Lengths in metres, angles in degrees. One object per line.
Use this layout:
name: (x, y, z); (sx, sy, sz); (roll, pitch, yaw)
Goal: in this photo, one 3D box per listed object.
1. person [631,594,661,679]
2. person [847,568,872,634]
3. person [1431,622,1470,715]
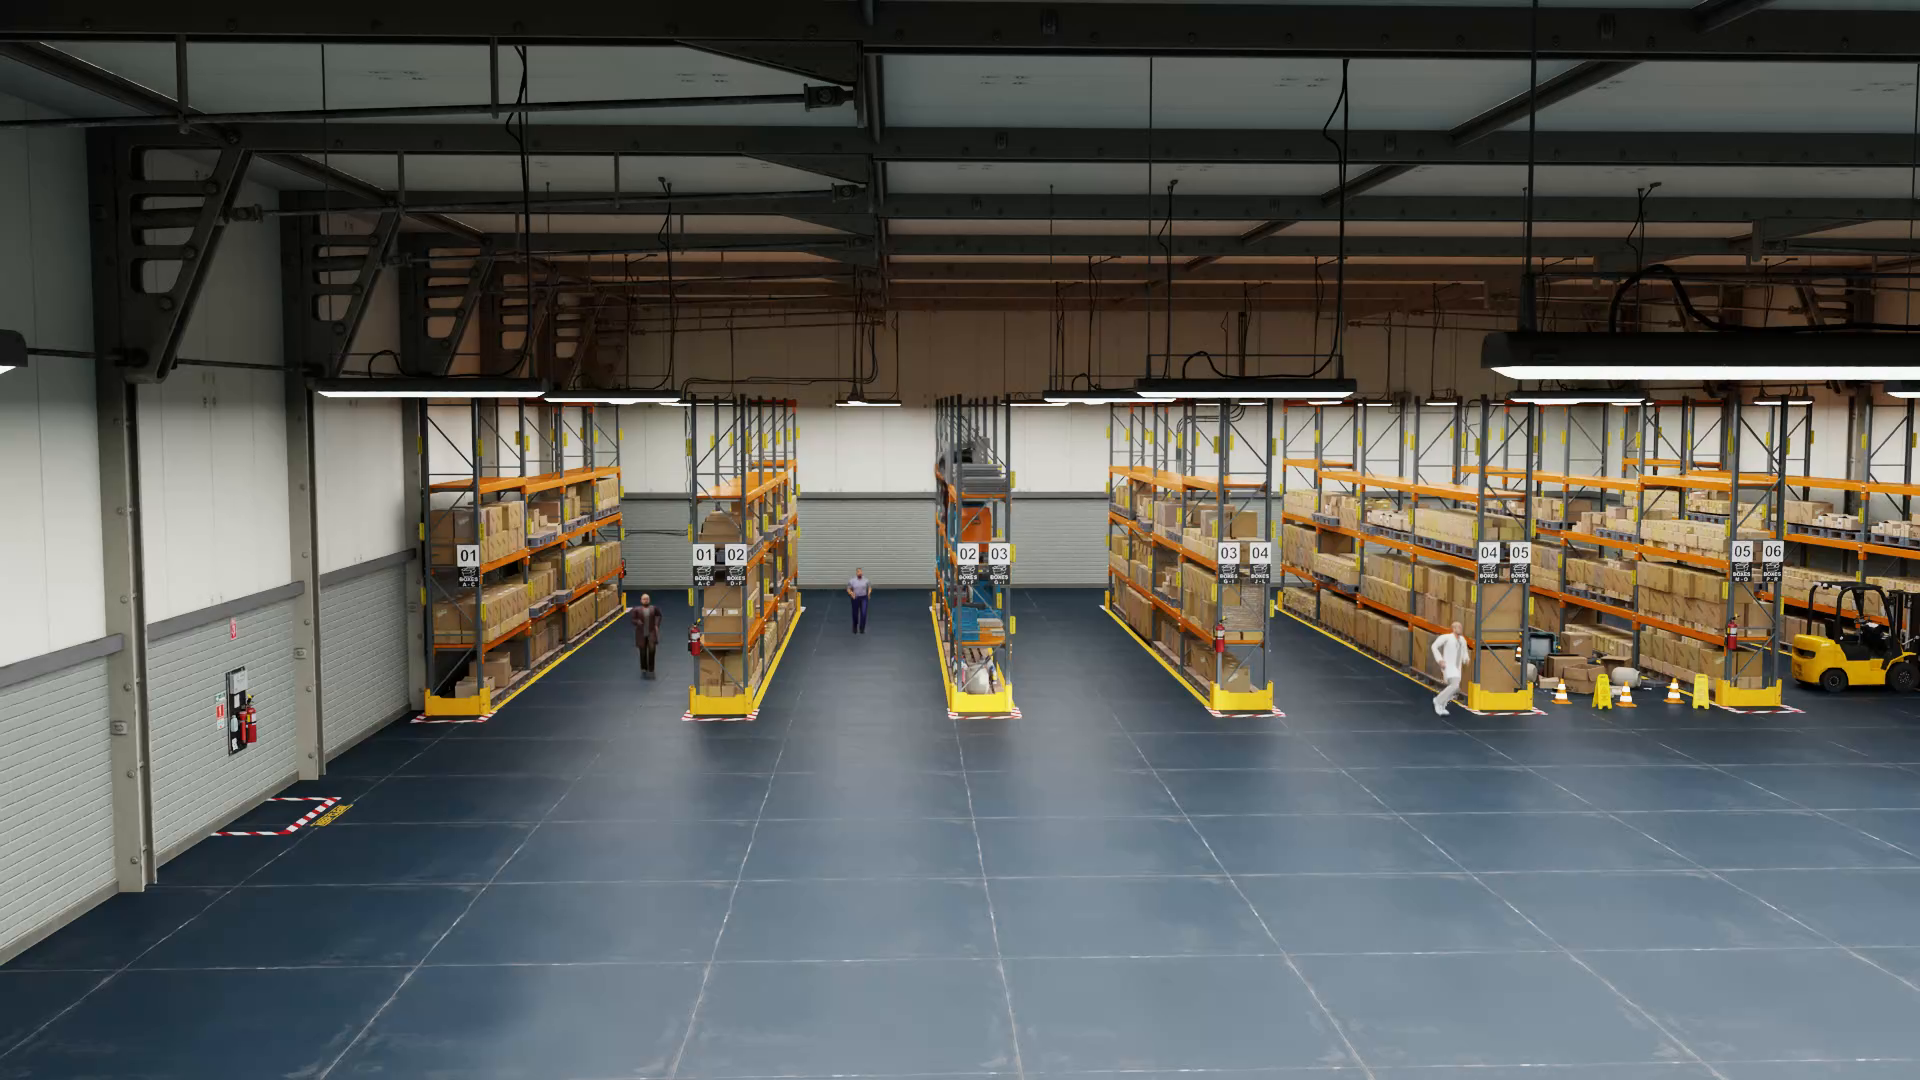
person: (-6.688, 2.057, 35.459); (0.654, 1.823, 0.853); (-1, 5, -11)
person: (-2.428, 1.487, 40.375); (0.608, 1.622, 0.565); (-1, 5, -10)
person: (9.253, 2.405, 31.144); (0.722, 1.726, 0.609); (-3, 5, -32)
